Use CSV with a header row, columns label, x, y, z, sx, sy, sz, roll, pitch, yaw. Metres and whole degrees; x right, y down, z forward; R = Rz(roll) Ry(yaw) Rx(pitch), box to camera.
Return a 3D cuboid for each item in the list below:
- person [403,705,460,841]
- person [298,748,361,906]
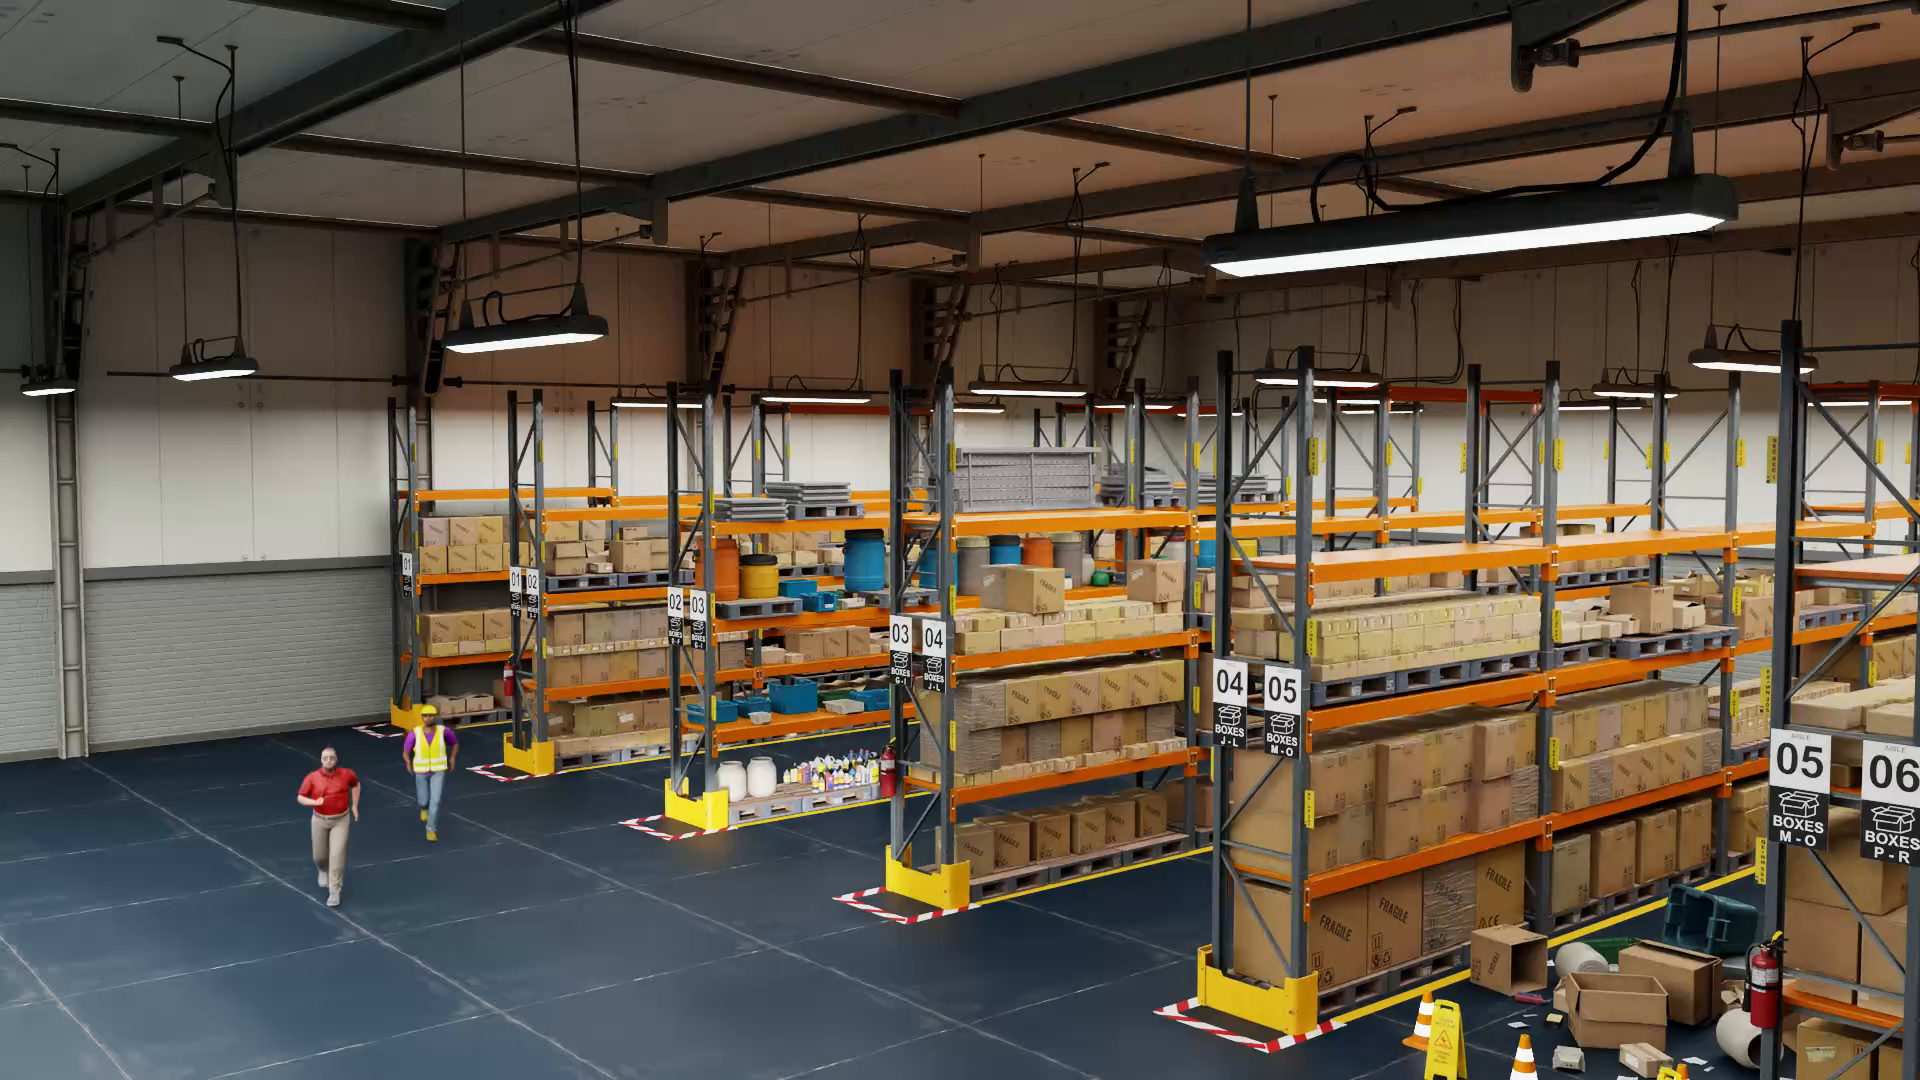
label,x,y,z,sx,sy,sz,roll,pitch,yaw
person,-6.945,3.031,21.857,0.712,1.727,0.815,-1,3,-16
person,-7.117,3.190,18.787,0.664,1.709,0.944,-1,4,-20
